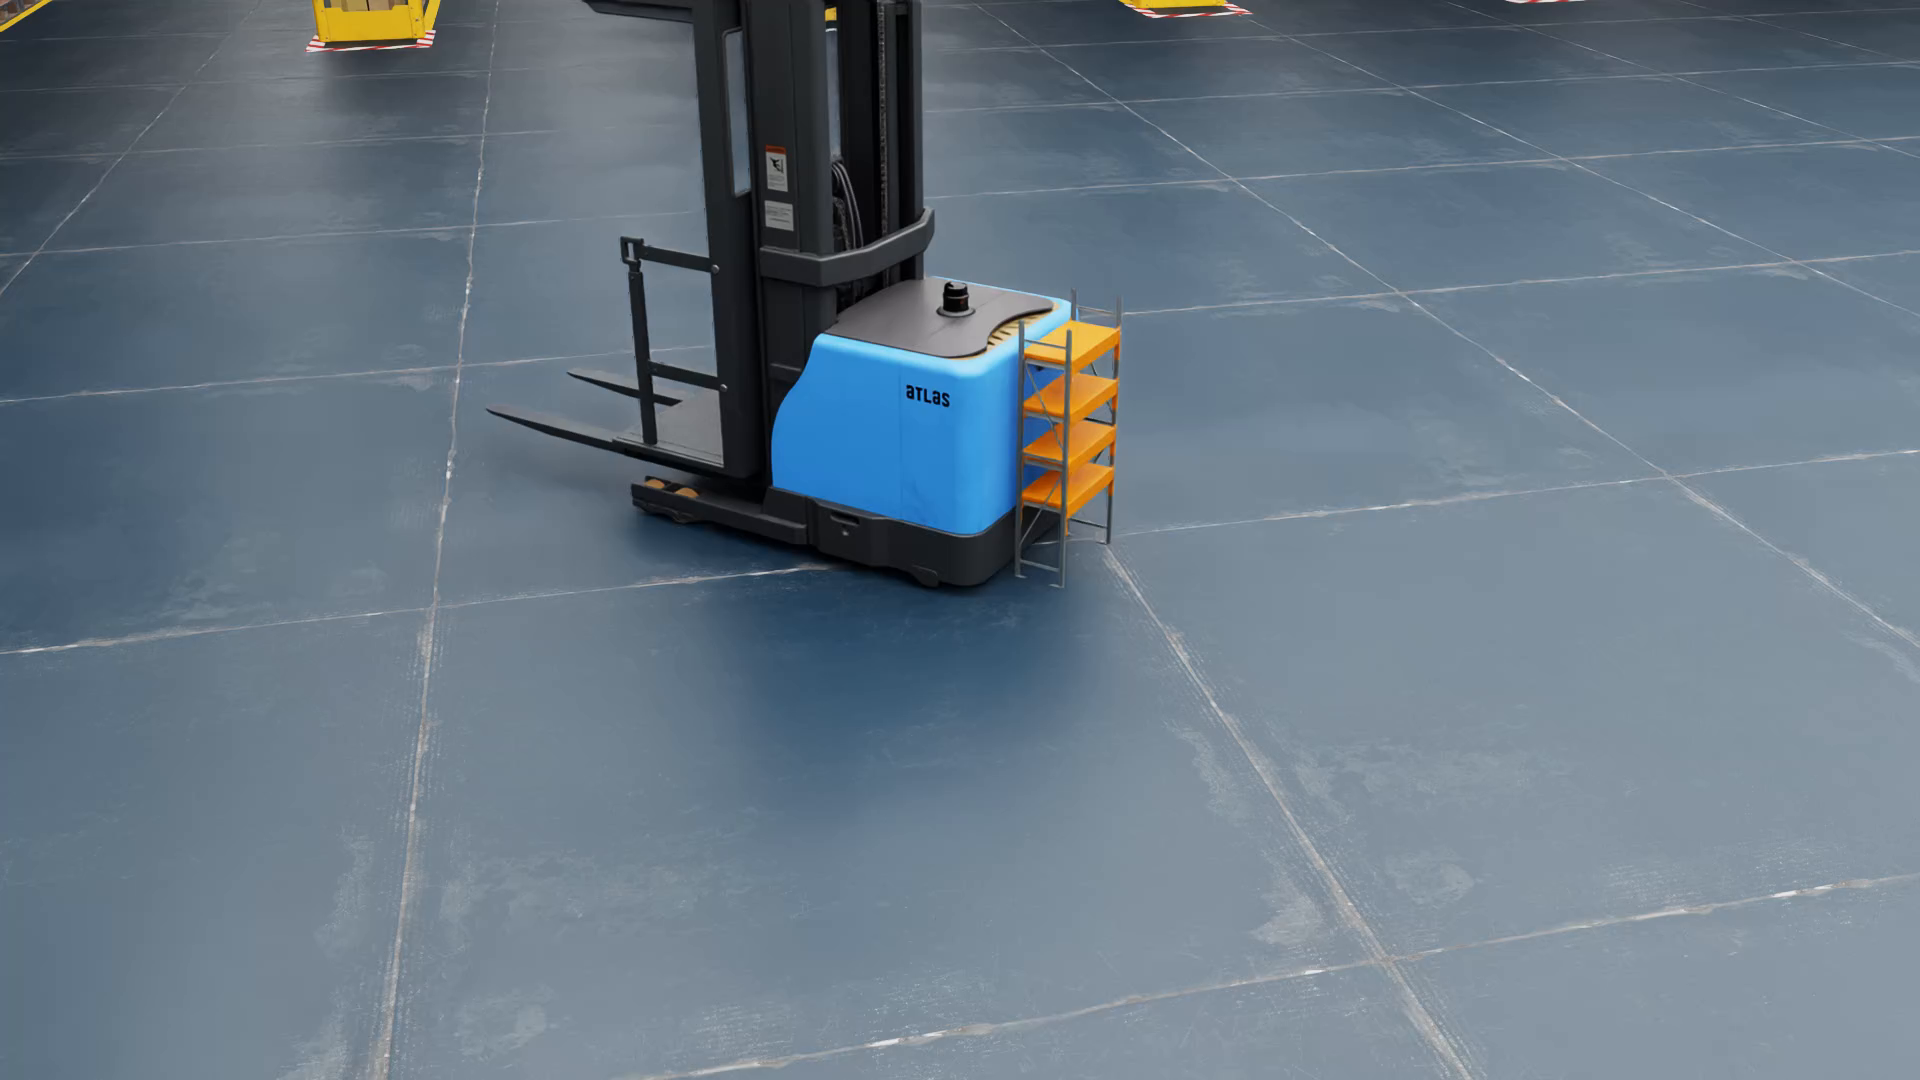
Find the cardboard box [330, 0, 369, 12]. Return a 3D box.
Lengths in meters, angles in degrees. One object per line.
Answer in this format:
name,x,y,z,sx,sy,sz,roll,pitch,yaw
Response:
cardboard box,-7.232,-6.354,19.596,0.500,0.250,0.500,-6,27,-12

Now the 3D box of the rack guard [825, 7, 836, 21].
rack guard,-2.060,-6.603,20.277,1.175,0.500,0.348,-6,27,-12

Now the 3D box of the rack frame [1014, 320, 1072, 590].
rack frame,0.351,-0.347,7.107,0.240,1.200,0.015,14,30,26

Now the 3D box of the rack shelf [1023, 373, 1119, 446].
rack shelf,0.472,-0.583,7.225,0.258,0.148,0.480,14,30,26

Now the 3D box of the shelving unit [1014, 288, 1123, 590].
shelving unit,0.472,-0.443,7.296,0.258,1.200,0.503,14,30,26

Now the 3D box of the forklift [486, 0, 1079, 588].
forklift,-0.982,-1.576,7.619,3.031,2.935,1.130,15,30,27

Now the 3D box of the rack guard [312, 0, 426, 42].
rack guard,-6.818,-6.062,19.206,1.175,0.500,0.348,-6,27,-12

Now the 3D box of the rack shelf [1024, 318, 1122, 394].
rack shelf,0.472,-0.794,7.119,0.258,0.148,0.480,14,30,26

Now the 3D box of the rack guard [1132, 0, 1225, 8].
rack guard,2.812,-7.111,21.283,1.175,0.500,0.348,-6,27,-12

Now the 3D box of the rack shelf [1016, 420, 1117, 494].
rack shelf,0.472,-0.383,7.326,0.258,0.148,0.480,14,30,26

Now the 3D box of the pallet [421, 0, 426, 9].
pallet,-7.308,-6.810,21.008,1.003,0.211,1.213,-6,27,-12

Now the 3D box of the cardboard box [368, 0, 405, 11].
cardboard box,-6.728,-6.407,19.700,0.500,0.250,0.500,-6,27,-12

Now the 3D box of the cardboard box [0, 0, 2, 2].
cardboard box,-11.962,-6.655,19.892,0.700,0.500,0.500,-8,28,-15

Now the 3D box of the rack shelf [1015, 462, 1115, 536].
rack shelf,0.472,-0.206,7.416,0.258,0.148,0.480,14,30,26

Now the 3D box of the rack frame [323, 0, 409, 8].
rack frame,-6.824,-7.189,18.664,1.000,3.000,0.127,-6,27,-12

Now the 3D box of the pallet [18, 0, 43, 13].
pallet,-12.365,-6.904,21.194,1.003,0.211,1.213,-6,27,-12

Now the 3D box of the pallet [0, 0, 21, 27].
pallet,-12.086,-6.367,20.131,1.003,0.211,1.213,-6,27,-12

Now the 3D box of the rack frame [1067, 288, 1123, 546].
rack frame,0.594,-0.538,7.485,0.240,1.200,0.015,14,30,26
